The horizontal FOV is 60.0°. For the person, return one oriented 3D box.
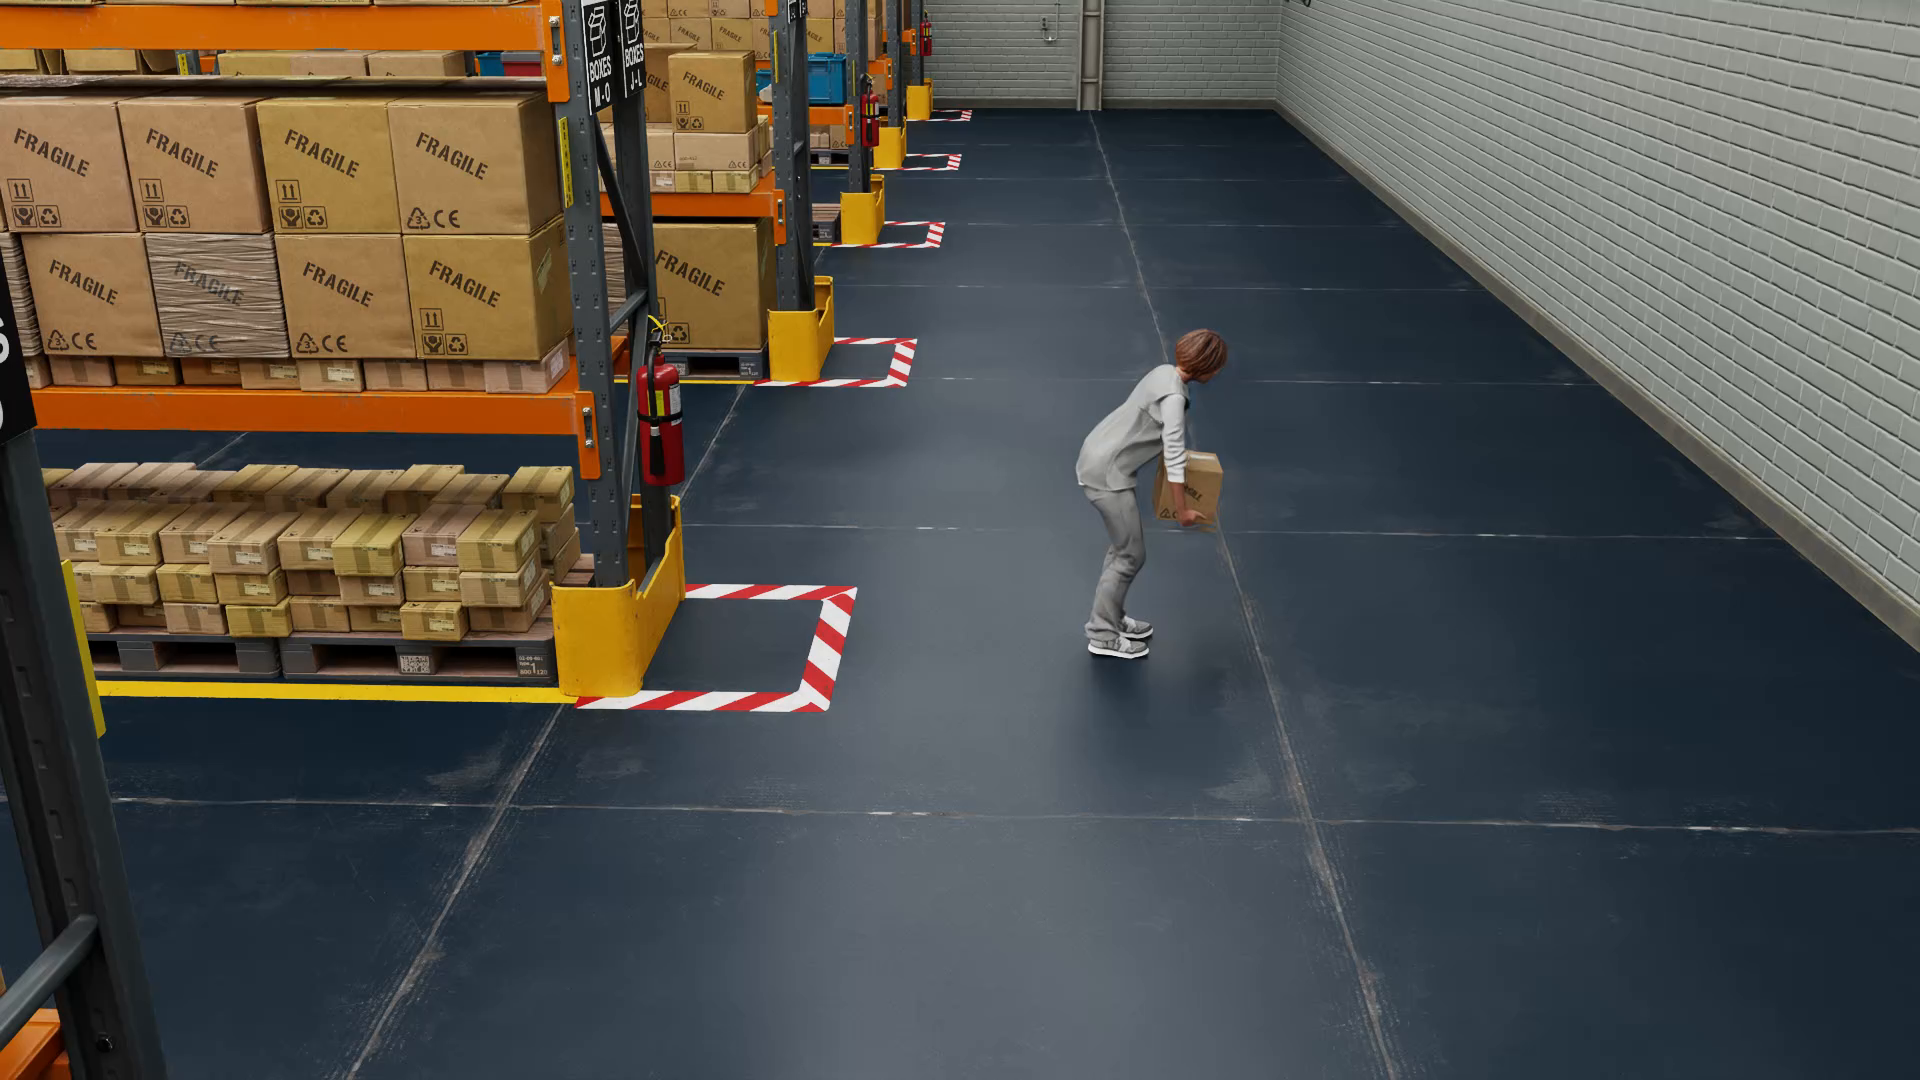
[{"bbox_3d":[0.824,-0.207,7.314,0.636,1.473,0.376,0,21,1],"label":"person"}]
